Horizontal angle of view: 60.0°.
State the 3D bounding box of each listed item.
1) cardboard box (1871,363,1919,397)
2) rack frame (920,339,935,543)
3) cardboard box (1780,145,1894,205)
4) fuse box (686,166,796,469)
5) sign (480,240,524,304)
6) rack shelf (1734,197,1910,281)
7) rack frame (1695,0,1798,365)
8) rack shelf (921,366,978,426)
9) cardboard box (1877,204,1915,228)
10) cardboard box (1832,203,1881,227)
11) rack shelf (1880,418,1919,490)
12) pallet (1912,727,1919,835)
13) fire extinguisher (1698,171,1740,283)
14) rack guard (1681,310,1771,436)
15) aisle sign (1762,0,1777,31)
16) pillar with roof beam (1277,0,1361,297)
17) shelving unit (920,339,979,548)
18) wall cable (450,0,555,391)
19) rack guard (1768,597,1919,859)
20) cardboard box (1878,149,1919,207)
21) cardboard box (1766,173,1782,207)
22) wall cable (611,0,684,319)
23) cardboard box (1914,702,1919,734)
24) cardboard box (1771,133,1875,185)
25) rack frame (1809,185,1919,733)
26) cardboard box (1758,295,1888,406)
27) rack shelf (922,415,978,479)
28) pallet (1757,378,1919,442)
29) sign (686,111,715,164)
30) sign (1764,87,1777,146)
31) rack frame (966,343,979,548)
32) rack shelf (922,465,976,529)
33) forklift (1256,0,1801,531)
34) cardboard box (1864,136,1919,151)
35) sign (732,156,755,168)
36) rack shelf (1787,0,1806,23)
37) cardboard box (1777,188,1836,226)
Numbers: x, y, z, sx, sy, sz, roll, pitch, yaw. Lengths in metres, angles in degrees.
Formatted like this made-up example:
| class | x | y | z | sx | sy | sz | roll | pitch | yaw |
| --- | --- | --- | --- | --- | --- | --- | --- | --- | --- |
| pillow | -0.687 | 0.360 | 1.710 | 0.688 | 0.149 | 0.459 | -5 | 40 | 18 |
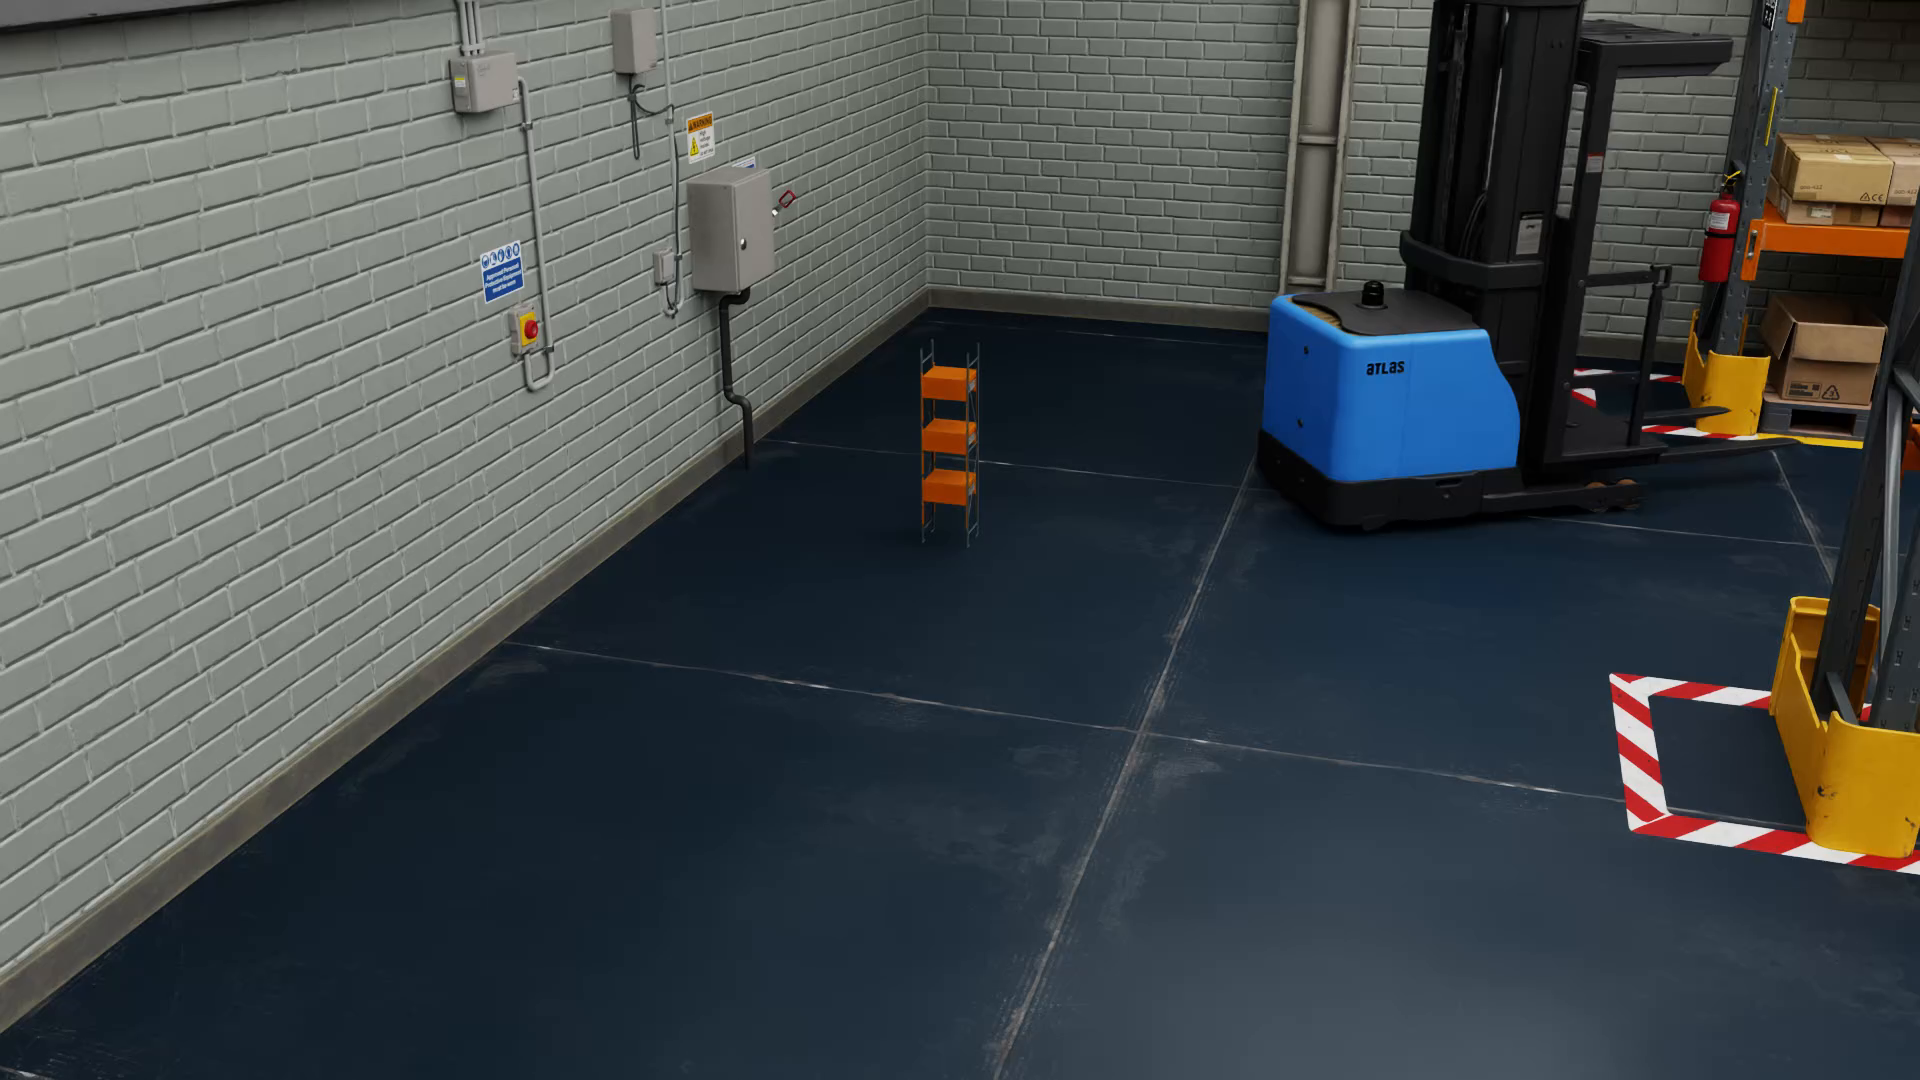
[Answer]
| class | x | y | z | sx | sy | sz | roll | pitch | yaw |
| --- | --- | --- | --- | --- | --- | --- | --- | --- | --- |
| cardboard box | 5.839 | -0.981 | 10.411 | 0.250 | 0.149 | 0.380 | 6 | 23 | 13 |
| rack frame | -0.168 | -0.505 | 8.618 | 0.008 | 1.050 | 0.200 | 7 | 23 | 16 |
| cardboard box | 5.241 | -2.188 | 9.957 | 0.500 | 0.250 | 0.500 | 7 | 23 | 16 |
| fuse box | -1.204 | -1.224 | 9.500 | 0.414 | 1.711 | 0.539 | 7 | 23 | 16 |
| sign | -2.023 | -1.187 | 7.356 | 0.001 | 0.218 | 0.327 | 7 | 23 | 16 |
| rack shelf | 6.800 | -1.715 | 9.947 | 4.000 | 0.370 | 1.077 | 7 | 23 | 16 |
| rack frame | 4.885 | -2.267 | 10.345 | 0.127 | 3.000 | 1.000 | 7 | 23 | 16 |
| rack shelf | -0.051 | -0.744 | 8.481 | 0.240 | 0.259 | 0.215 | 7 | 23 | 16 |
| cardboard box | 5.639 | -1.988 | 9.996 | 0.250 | 0.149 | 0.380 | 6 | 23 | 15 |
| cardboard box | 5.377 | -2.004 | 10.035 | 0.250 | 0.149 | 0.380 | 7 | 23 | 17 |
| rack shelf | 5.369 | 0.088 | 5.550 | 4.000 | 0.370 | 1.077 | 7 | 23 | 16 |
| pallet | 4.243 | 0.886 | 6.333 | 1.213 | 0.211 | 1.003 | 7 | 23 | 16 |
| fire extinguisher | 4.611 | -1.907 | 10.061 | 0.183 | 0.674 | 0.296 | 7 | 23 | 16 |
| rack guard | 4.958 | -1.103 | 10.799 | 0.348 | 0.500 | 1.175 | 7 | 23 | 16 |
| aisle sign | 4.735 | -3.371 | 9.610 | 0.004 | 0.787 | 0.394 | 7 | 23 | 16 |
| pillar with roof beam | 1.320 | -4.102 | 6.913 | 0.400 | 9.000 | 9.100 | 7 | 23 | 16 |
| shelving unit | -0.051 | -0.492 | 8.585 | 0.252 | 1.050 | 0.215 | 7 | 23 | 16 |
| wall cable | -1.950 | -1.558 | 7.235 | 0.123 | 1.953 | 0.585 | 7 | 23 | 16 |
| rack guard | 3.432 | 0.690 | 6.429 | 0.348 | 0.500 | 1.175 | 7 | 23 | 16 |
| cardboard box | 5.724 | -2.133 | 9.823 | 0.500 | 0.250 | 0.500 | 7 | 23 | 16 |
| cardboard box | 5.280 | -2.212 | 10.542 | 0.250 | 0.149 | 0.380 | 6 | 23 | 15 |
| wall cable | -1.552 | -2.060 | 8.500 | 0.122 | 1.984 | 0.588 | 7 | 23 | 16 |
| cardboard box | 4.115 | 0.564 | 6.266 | 0.875 | 0.438 | 0.875 | 6 | 23 | 14 |
| cardboard box | 5.402 | -2.382 | 10.429 | 0.500 | 0.250 | 0.500 | 7 | 23 | 17 |
| rack frame | 3.455 | -0.464 | 5.948 | 0.127 | 3.000 | 1.000 | 7 | 23 | 16 |
| cardboard box | 5.443 | -1.205 | 10.492 | 0.637 | 0.503 | 0.797 | 6 | 23 | 13 |
| rack shelf | -0.051 | -0.482 | 8.589 | 0.240 | 0.259 | 0.215 | 7 | 23 | 16 |
| pallet | 5.721 | -0.882 | 10.642 | 1.213 | 0.211 | 1.003 | 7 | 23 | 16 |
| sign | -1.418 | -2.205 | 9.105 | 0.001 | 0.242 | 0.339 | 7 | 23 | 16 |
| sign | 4.728 | -2.471 | 9.700 | 0.005 | 0.325 | 0.100 | 7 | 23 | 16 |
| rack frame | 0.066 | -0.478 | 8.552 | 0.008 | 1.050 | 0.200 | 7 | 23 | 16 |
| rack shelf | -0.051 | -0.225 | 8.695 | 0.240 | 0.259 | 0.215 | 7 | 23 | 16 |
| forklift | 3.288 | -1.692 | 9.033 | 3.031 | 2.935 | 1.130 | -6 | 23 | -13 |
| cardboard box | 5.895 | -2.325 | 10.291 | 0.500 | 0.250 | 0.500 | 7 | 23 | 16 |
| sign | -1.260 | -1.979 | 9.766 | 0.001 | 0.494 | 0.329 | 7 | 23 | 16 |
| rack shelf | 6.800 | -3.103 | 9.378 | 4.000 | 0.370 | 1.077 | 7 | 23 | 16 |
| cardboard box | 5.120 | -2.016 | 10.062 | 0.250 | 0.149 | 0.380 | 6 | 23 | 15 |
